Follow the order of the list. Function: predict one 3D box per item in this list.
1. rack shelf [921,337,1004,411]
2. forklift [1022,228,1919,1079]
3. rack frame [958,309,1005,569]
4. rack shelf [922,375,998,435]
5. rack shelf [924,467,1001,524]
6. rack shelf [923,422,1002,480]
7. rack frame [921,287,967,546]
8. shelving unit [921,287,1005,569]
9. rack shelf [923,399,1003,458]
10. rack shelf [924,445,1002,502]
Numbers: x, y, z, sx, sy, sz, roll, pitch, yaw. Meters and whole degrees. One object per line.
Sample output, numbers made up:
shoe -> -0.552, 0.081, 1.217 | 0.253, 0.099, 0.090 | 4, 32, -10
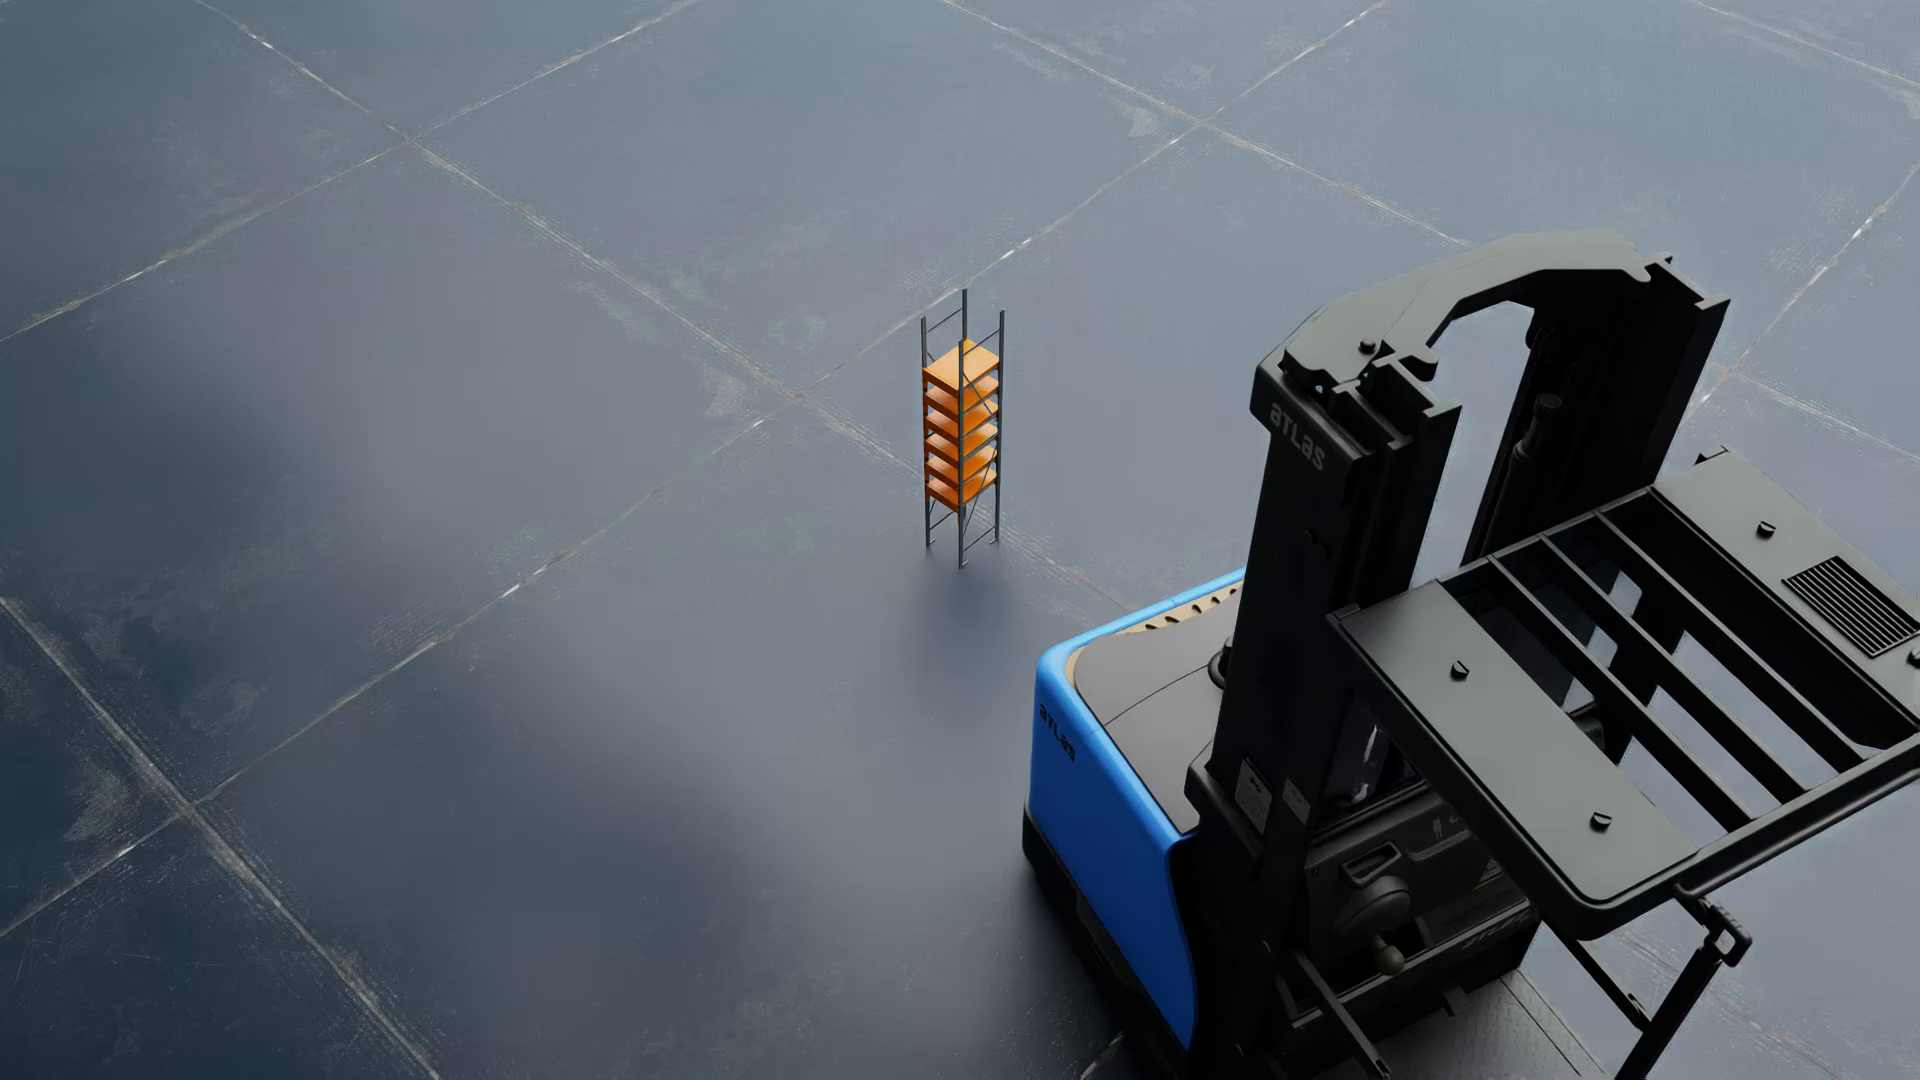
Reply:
rack shelf -> 0.011, -0.620, 6.184 | 0.180, 0.103, 0.258 | 34, 55, 28
forklift -> 1.346, 0.867, 4.034 | 1.130, 2.935, 3.031 | -21, 50, -19
rack frame -> 0.078, -0.358, 6.372 | 0.006, 1.200, 0.240 | 34, 55, 28
rack shelf -> 0.011, -0.537, 6.272 | 0.180, 0.103, 0.258 | 34, 55, 28
rack shelf -> 0.011, -0.209, 6.622 | 0.180, 0.103, 0.258 | 34, 55, 28
rack shelf -> 0.011, -0.373, 6.447 | 0.180, 0.103, 0.258 | 34, 55, 28
rack frame -> -0.057, -0.449, 6.457 | 0.006, 1.200, 0.240 | 34, 55, 28
shelving unit -> 0.011, -0.404, 6.414 | 0.189, 1.200, 0.258 | 34, 55, 28
rack shelf -> 0.011, -0.455, 6.359 | 0.180, 0.103, 0.258 | 34, 55, 28
rack shelf -> 0.011, -0.291, 6.534 | 0.180, 0.103, 0.258 | 34, 55, 28
